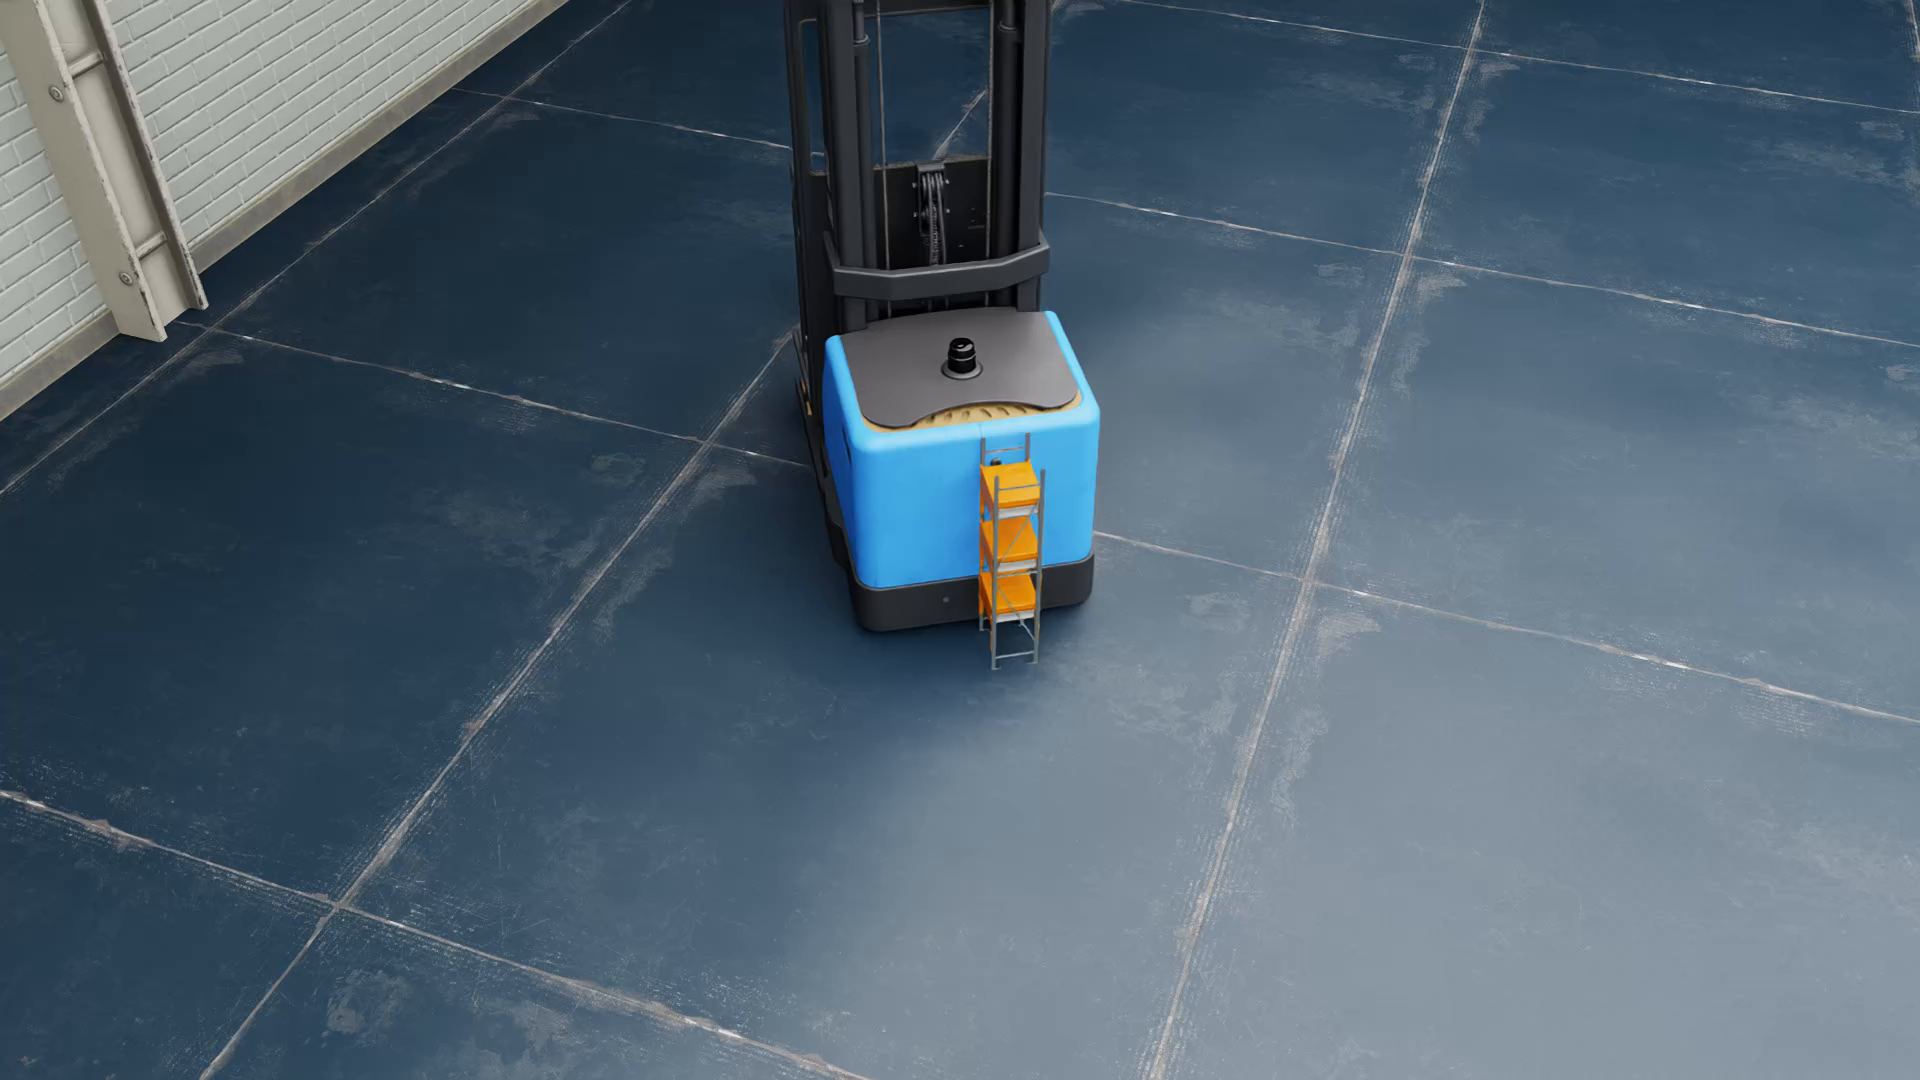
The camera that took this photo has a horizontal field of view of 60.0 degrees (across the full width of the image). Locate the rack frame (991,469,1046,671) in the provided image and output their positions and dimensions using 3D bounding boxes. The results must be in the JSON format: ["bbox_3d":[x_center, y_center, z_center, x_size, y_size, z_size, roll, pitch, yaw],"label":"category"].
[{"bbox_3d":[0.231,0.140,6.730,0.200,1.050,0.008,-8,41,-9],"label":"rack frame"}]

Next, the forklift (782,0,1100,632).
[{"bbox_3d":[-0.221,-1.685,7.421,1.130,2.935,3.031,-8,41,-9],"label":"forklift"}]

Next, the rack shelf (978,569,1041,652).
[{"bbox_3d":[0.206,0.282,7.008,0.215,0.259,0.240,-8,41,-9],"label":"rack shelf"}]

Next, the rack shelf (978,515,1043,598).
[{"bbox_3d":[0.206,0.071,6.828,0.215,0.259,0.240,-8,41,-9],"label":"rack shelf"}]

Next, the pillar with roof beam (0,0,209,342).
[{"bbox_3d":[-0.333,-3.687,5.092,9.100,9.000,0.400,13,42,15],"label":"pillar with roof beam"}]

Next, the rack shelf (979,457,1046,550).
[{"bbox_3d":[0.206,-0.145,6.644,0.215,0.259,0.240,-8,41,-9],"label":"rack shelf"}]

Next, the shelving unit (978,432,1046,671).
[{"bbox_3d":[0.206,0.063,6.821,0.215,1.050,0.252,-8,41,-9],"label":"shelving unit"}]

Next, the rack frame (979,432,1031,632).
[{"bbox_3d":[0.181,-0.015,6.912,0.200,1.050,0.008,-8,41,-9],"label":"rack frame"}]
